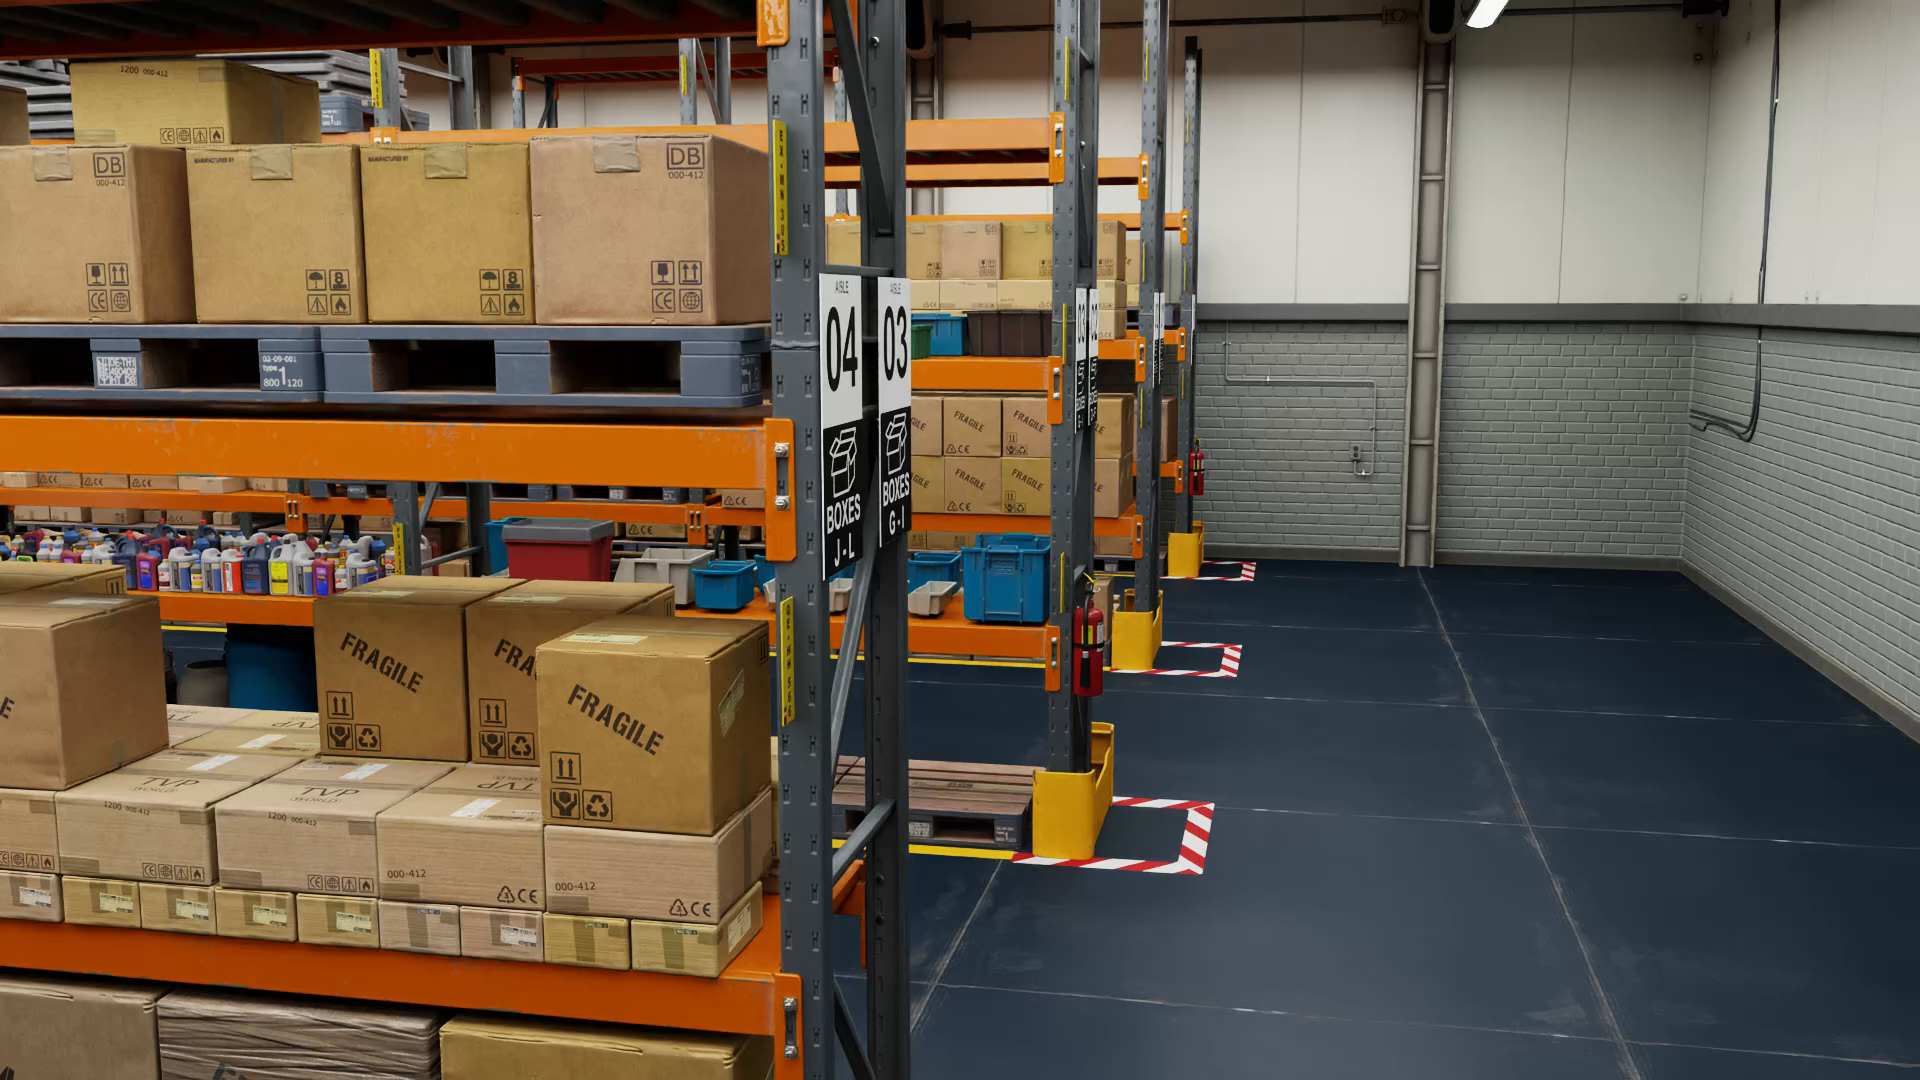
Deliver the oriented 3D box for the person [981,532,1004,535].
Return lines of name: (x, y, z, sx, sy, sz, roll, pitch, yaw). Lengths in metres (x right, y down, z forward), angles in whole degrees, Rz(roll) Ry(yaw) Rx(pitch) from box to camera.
person: (0.332, -0.045, 16.655, 0.512, 1.595, 0.437, 5, 9, 30)
